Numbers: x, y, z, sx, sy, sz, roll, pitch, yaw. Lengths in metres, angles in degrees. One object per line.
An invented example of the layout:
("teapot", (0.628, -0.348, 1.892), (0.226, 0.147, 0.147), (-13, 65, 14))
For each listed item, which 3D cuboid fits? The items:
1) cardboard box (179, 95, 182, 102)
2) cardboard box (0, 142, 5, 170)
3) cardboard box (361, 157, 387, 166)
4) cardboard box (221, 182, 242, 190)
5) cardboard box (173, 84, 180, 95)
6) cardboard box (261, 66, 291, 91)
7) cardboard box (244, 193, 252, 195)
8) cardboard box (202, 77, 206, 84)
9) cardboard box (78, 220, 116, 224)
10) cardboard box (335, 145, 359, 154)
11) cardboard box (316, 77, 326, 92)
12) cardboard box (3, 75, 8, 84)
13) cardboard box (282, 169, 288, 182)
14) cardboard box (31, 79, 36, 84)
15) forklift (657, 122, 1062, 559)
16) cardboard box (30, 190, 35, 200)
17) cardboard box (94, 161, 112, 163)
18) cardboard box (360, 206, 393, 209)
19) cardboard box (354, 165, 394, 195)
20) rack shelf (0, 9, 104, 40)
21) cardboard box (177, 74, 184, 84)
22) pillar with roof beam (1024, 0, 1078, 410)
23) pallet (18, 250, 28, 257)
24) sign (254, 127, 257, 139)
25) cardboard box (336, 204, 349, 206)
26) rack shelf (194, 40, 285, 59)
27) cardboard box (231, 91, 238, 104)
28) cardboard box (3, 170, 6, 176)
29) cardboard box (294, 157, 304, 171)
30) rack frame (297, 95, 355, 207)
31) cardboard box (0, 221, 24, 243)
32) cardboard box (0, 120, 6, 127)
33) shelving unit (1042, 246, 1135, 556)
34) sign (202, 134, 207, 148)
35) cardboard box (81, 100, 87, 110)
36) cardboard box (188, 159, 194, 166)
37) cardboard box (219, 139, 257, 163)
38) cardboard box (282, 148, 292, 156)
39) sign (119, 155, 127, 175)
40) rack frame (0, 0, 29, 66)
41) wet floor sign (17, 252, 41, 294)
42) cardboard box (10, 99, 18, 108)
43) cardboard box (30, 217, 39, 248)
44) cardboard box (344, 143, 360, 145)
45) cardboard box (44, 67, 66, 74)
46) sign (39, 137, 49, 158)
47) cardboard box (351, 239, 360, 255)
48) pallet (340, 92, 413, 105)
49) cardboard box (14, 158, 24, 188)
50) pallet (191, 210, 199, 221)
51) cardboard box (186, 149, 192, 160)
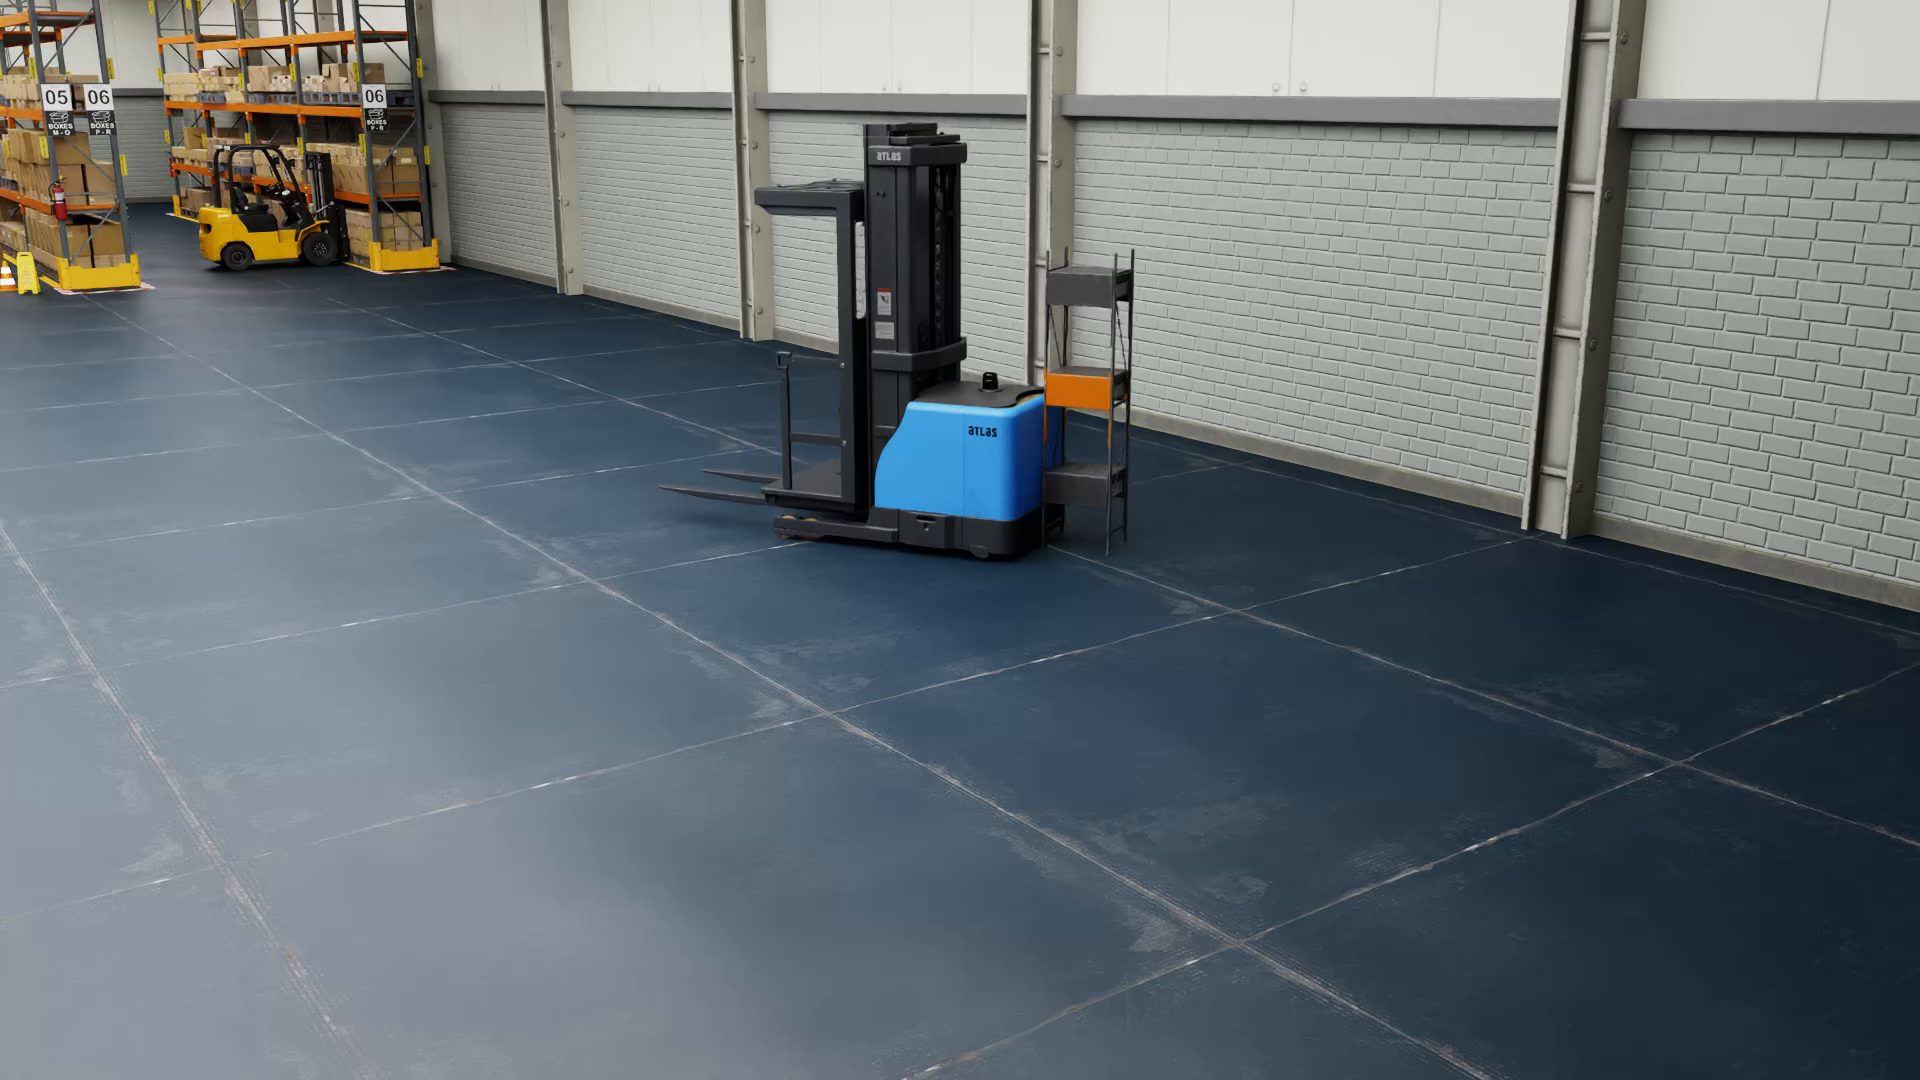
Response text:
("cardboard box", (-18.597, -10.648, 40.092), (0.380, 0.149, 0.250), (-11, 19, -34))
("cardboard box", (-17.733, -7.221, 31.230), (0.500, 0.500, 0.500), (-12, 19, -37))
("cardboard box", (-10.442, -6.744, 29.617), (0.380, 0.149, 0.250), (-11, 19, -34))
("cardboard box", (-16.880, -8.202, 38.510), (0.380, 0.149, 0.250), (-12, 19, -37))
("cardboard box", (-18.773, -10.933, 40.379), (0.500, 0.250, 0.500), (-12, 19, -36))
("cardboard box", (-13.888, -9.397, 33.870), (0.500, 0.500, 0.500), (-10, 18, -33))
("cardboard box", (-15.781, -7.670, 37.128), (0.380, 0.149, 0.250), (-11, 19, -35))
("cardboard box", (-16.917, -10.396, 37.624), (0.380, 0.149, 0.250), (-11, 19, -36))
("cardboard box", (-14.600, -5.150, 28.204), (0.500, 0.500, 0.500), (-12, 19, -37))
("cardboard box", (-11.433, -7.284, 31.025), (0.380, 0.149, 0.250), (-11, 19, -34))
("cardboard box", (-11.736, -8.475, 30.948), (0.396, 0.266, 0.258), (-11, 19, -36))
("cardboard box", (-16.455, -8.028, 29.008), (0.380, 0.149, 0.250), (-11, 19, -36))
("cardboard box", (-13.438, -7.419, 33.783), (0.500, 0.250, 0.500), (-11, 19, -34))
("cardboard box", (-14.747, -7.431, 26.826), (0.380, 0.149, 0.250), (-11, 19, -35))
("forklift", (-0.804, -1.524, 12.092), (3.031, 2.935, 1.130), (7, 17, 23))
("cardboard box", (-15.706, -5.923, 28.509), (0.380, 0.149, 0.250), (-11, 19, -34))
("cardboard box", (-14.386, -6.027, 27.663), (0.500, 0.500, 0.500), (-10, 18, -33))
("cardboard box", (-11.019, -6.168, 31.450), (0.500, 0.250, 0.500), (-11, 19, -36))
("cardboard box", (-10.513, -6.465, 29.826), (0.500, 0.500, 0.500), (-11, 19, -36))
("rack shelf", (-15.200, -8.553, 27.650), (1.077, 0.370, 4.000), (-11, 19, -35))
("cardboard box", (-18.463, -11.070, 39.933), (0.500, 0.250, 0.500), (-10, 18, -33))
("pillar with roof beam", (-2.591, -5.023, 13.382), (9.100, 9.000, 0.400), (-11, 19, -35))
("pallet", (-16.835, -5.256, 30.882), (1.003, 0.211, 1.213), (-11, 19, -35))
("sign", (-16.620, -9.560, 39.131), (0.100, 0.325, 0.005), (-11, 19, -35))
("cardboard box", (-12.040, -6.302, 31.940), (0.500, 0.250, 0.500), (-11, 19, -34))
("rack shelf", (-15.891, -10.842, 36.762), (1.077, 0.370, 4.000), (-11, 19, -35))
("cardboard box", (-15.510, -9.614, 36.124), (0.500, 0.250, 0.500), (-11, 19, -34))
("cardboard box", (-18.075, -7.040, 31.797), (0.380, 0.149, 0.250), (-10, 18, -31))
("cardboard box", (-12.859, -7.441, 32.917), (0.500, 0.250, 0.500), (-11, 19, -36))
("rack frame", (-12.363, -7.207, 32.725), (1.000, 3.000, 0.127), (-11, 19, -35))
("cardboard box", (-18.404, -6.102, 32.873), (0.950, 0.372, 0.625), (-12, 20, -38))
("cardboard box", (-21.056, -9.095, 36.311), (0.380, 0.149, 0.250), (-11, 19, -35))
("shelving unit", (0.894, -0.974, 11.658), (0.503, 2.100, 0.431), (7, 17, 23))
("sign", (-17.502, -9.247, 38.538), (0.100, 0.325, 0.005), (-11, 19, -35))
("cardboard box", (-13.957, -7.028, 26.866), (0.380, 0.149, 0.250), (-11, 19, -34))
("cardboard box", (-18.559, -9.199, 40.481), (0.380, 0.149, 0.250), (-10, 18, -33))
("cardboard box", (-16.198, -8.750, 37.377), (0.700, 0.500, 0.500), (-11, 19, -35))
("cardboard box", (-13.519, -7.874, 33.747), (0.380, 0.149, 0.250), (-11, 19, -34))
("sign", (-13.585, -6.083, 26.980), (0.100, 0.325, 0.005), (-11, 19, -35))
("rack frame", (-18.728, -10.183, 32.236), (1.000, 3.000, 0.127), (-11, 19, -35))
("wet floor sign", (-14.778, -4.239, 26.342), (0.267, 0.644, 0.232), (-4, 16, -15))
("cardboard box", (-16.285, -7.591, 28.924), (0.380, 0.149, 0.250), (-11, 19, -34))
("cardboard box", (-15.923, -5.393, 29.091), (0.500, 0.500, 0.500), (-10, 18, -32))
("cardboard box", (-11.651, -7.575, 32.091), (0.380, 0.149, 0.250), (-11, 19, -35))
("cardboard box", (-16.697, -8.545, 30.476), (0.500, 0.250, 0.500), (-11, 19, -36))
("sign", (-14.485, -6.210, 26.292), (0.100, 0.325, 0.005), (-11, 19, -35))
("cardboard box", (-10.828, -5.388, 30.492), (0.500, 0.250, 0.500), (-11, 19, -35))
("pallet", (-10.406, -7.912, 29.786), (1.003, 0.211, 1.213), (-11, 19, -35))
("cardboard box", (-16.343, -6.490, 29.353), (0.500, 0.500, 0.500), (-11, 19, -35))
("pallet", (-18.192, -7.977, 40.823), (1.003, 0.211, 1.213), (-11, 19, -35))
("cardboard box", (-18.455, -9.380, 40.387), (0.500, 0.250, 0.500), (-11, 19, -36))
